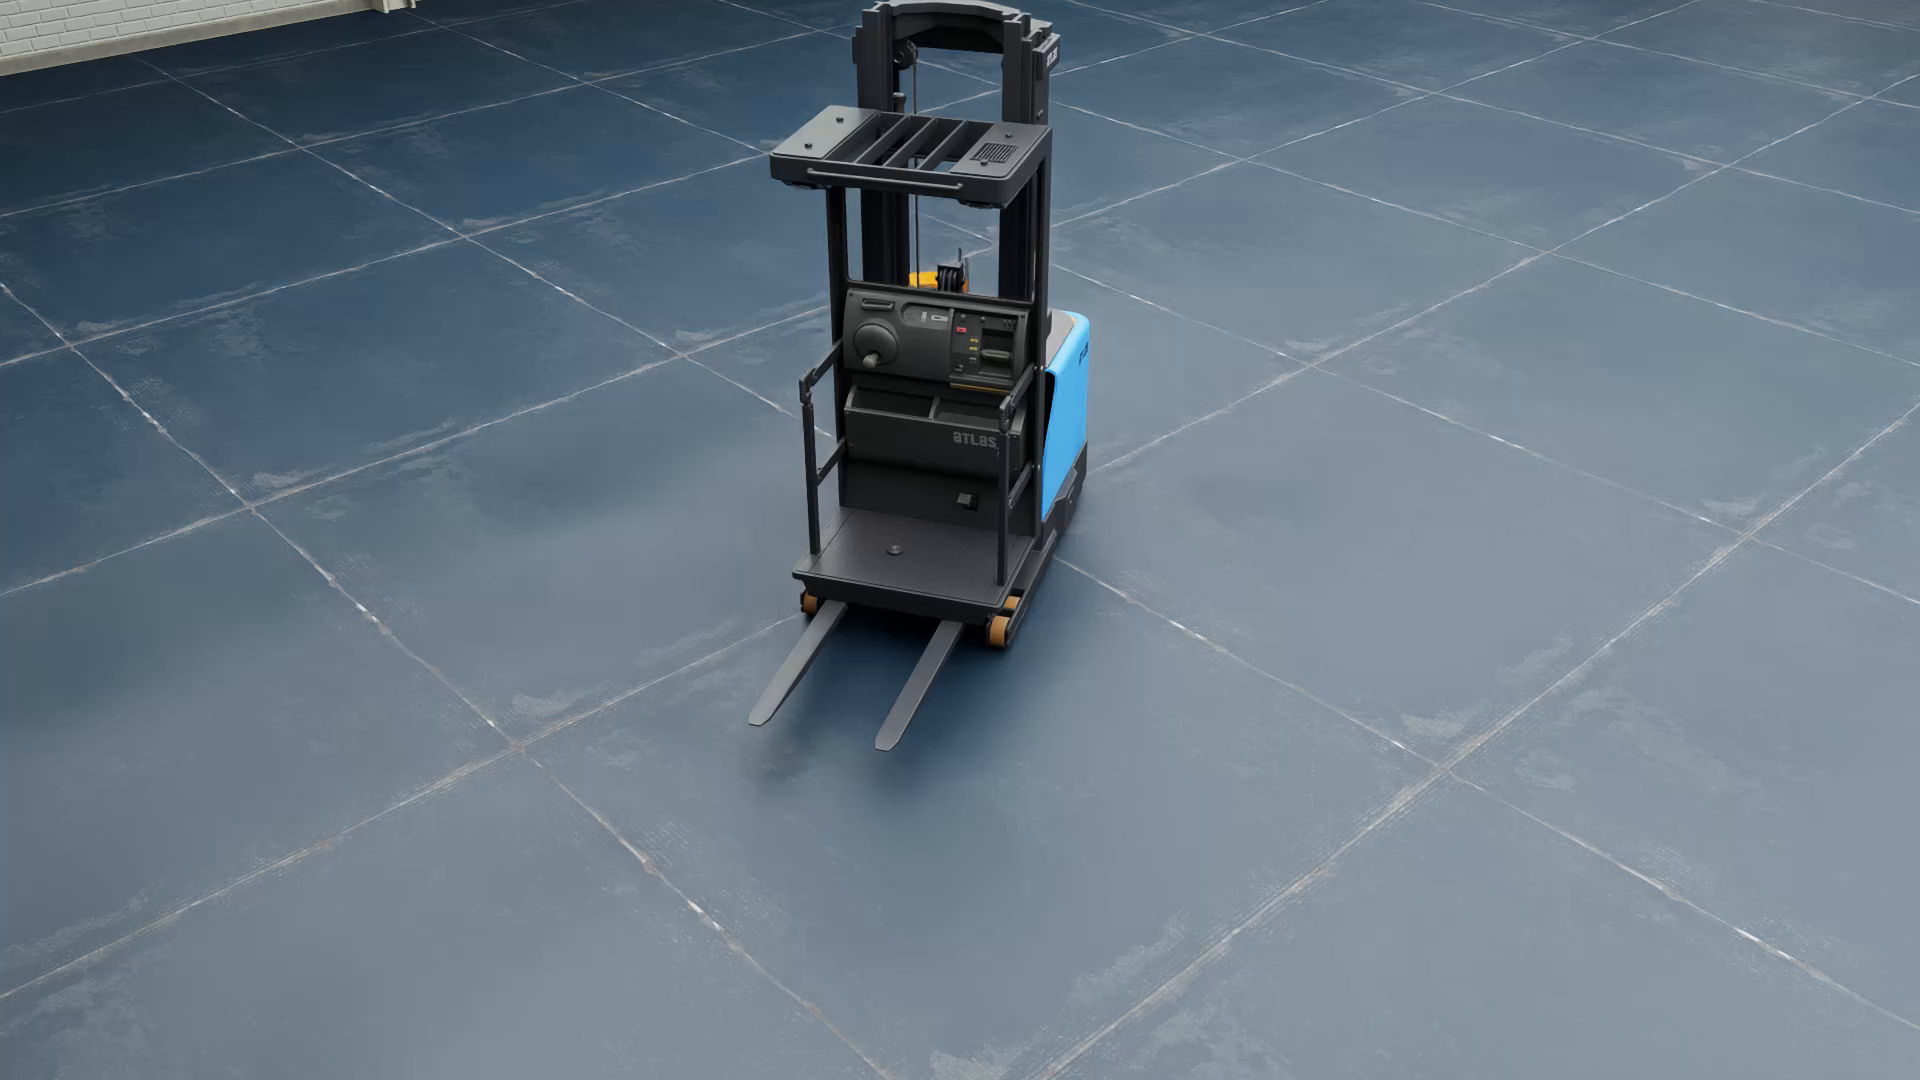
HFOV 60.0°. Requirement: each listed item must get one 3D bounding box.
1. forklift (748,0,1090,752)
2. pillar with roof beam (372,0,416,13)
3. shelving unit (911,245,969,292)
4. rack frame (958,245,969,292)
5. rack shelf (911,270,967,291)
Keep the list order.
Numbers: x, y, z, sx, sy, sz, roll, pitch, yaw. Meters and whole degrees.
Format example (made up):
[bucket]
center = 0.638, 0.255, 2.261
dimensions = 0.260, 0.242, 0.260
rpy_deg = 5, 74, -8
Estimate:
[forklift]
center = -0.186, -0.938, 7.975
dimensions = 1.130, 2.935, 3.031
rpy_deg = 9, 33, 15
[pillar with roof beam]
center = -3.676, -8.404, 14.368
dimensions = 0.400, 9.000, 9.100
rpy_deg = -26, 40, -35
[shelving unit]
center = -0.210, -1.126, 9.921
dimensions = 0.503, 1.200, 0.258
rpy_deg = -6, 27, -9
[rack frame]
center = 0.029, -1.150, 9.960
dimensions = 0.015, 1.200, 0.240
rpy_deg = -6, 27, -9
[rack shelf]
center = -0.217, -1.478, 9.747
dimensions = 0.480, 0.148, 0.258
rpy_deg = -6, 27, -9
